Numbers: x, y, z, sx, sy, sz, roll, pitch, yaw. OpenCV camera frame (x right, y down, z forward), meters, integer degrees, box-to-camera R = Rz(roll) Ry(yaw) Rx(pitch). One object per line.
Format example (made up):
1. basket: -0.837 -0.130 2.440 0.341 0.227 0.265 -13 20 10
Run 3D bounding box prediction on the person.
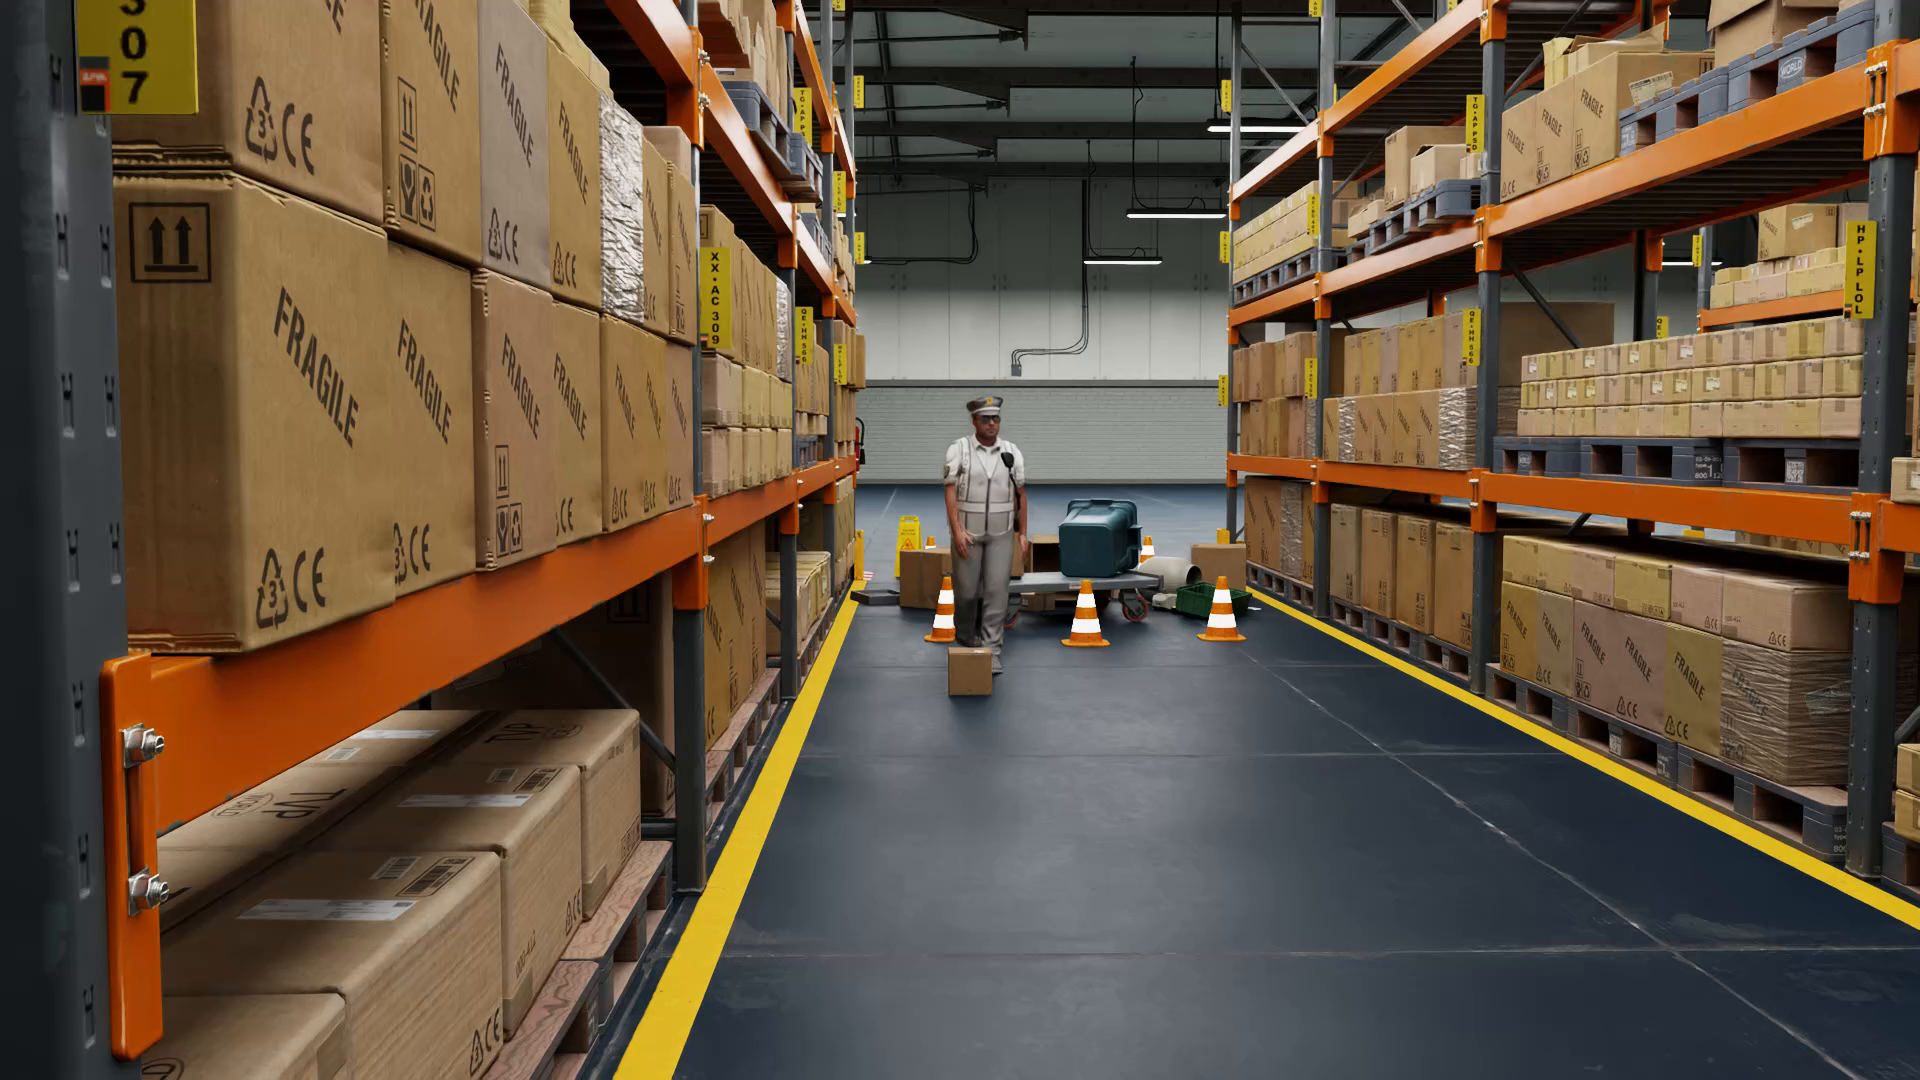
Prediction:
1. person: 0.169 -0.043 10.747 0.563 1.758 0.703 0 4 -7
